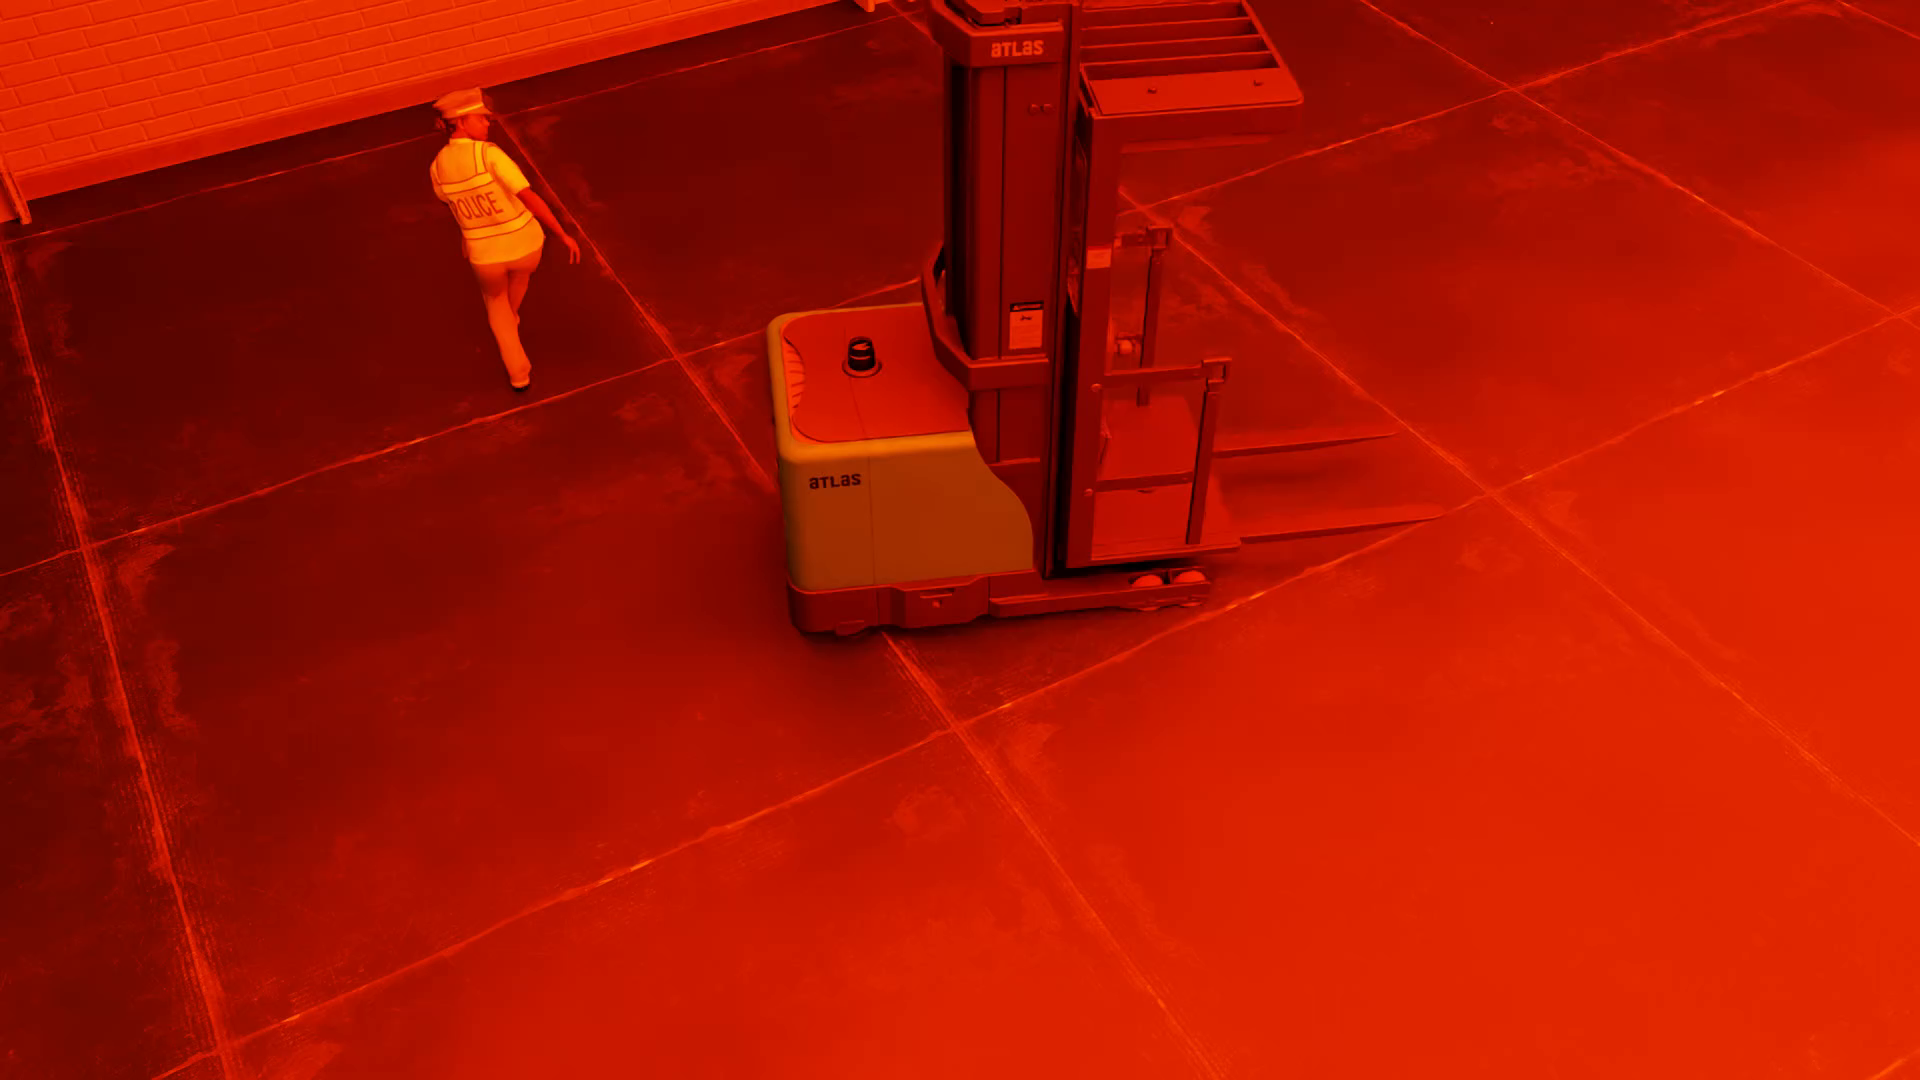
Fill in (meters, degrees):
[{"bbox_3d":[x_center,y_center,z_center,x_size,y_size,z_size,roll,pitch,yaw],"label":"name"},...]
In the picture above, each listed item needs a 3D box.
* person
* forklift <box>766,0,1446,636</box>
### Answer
[{"bbox_3d":[-2.267,-1.591,8.453,0.693,1.534,0.763,-5,43,-5],"label":"person"},{"bbox_3d":[0.692,-1.107,6.891,3.031,2.935,1.130,-6,43,-6],"label":"forklift"}]
